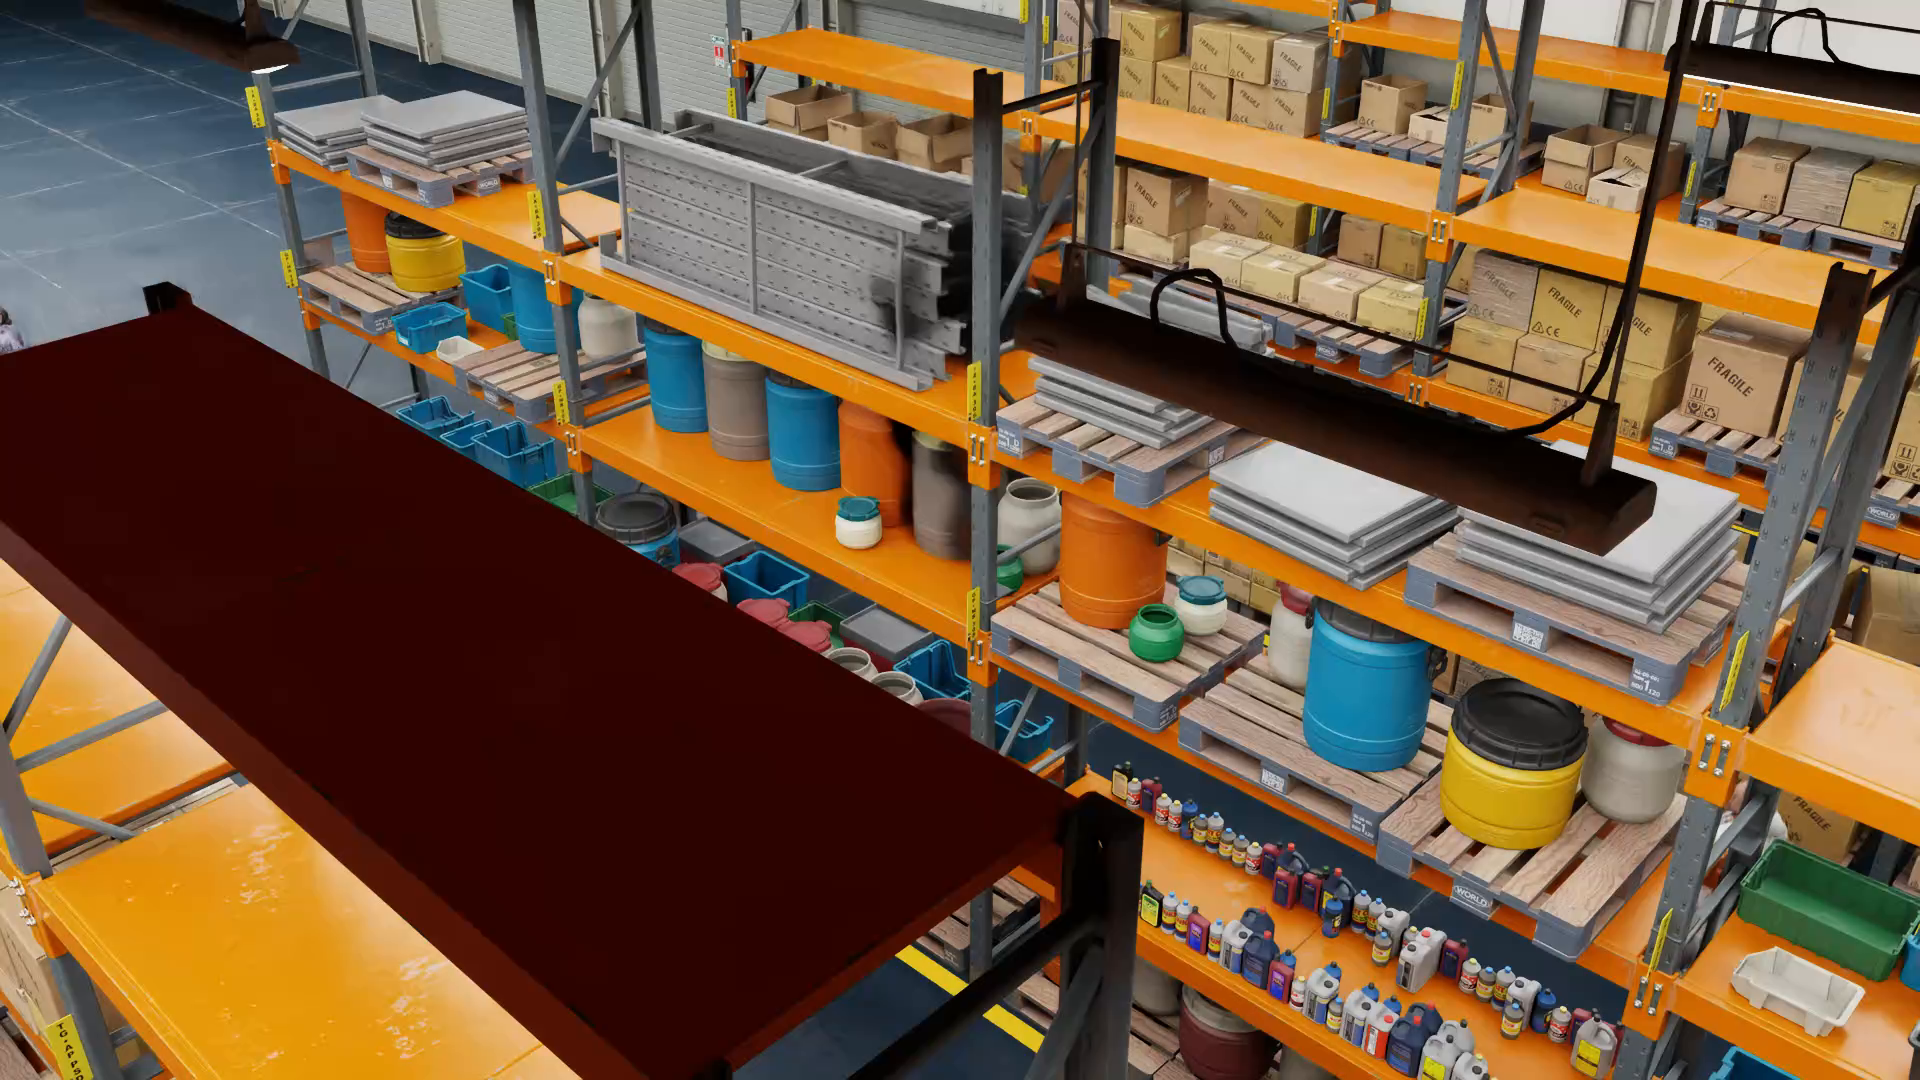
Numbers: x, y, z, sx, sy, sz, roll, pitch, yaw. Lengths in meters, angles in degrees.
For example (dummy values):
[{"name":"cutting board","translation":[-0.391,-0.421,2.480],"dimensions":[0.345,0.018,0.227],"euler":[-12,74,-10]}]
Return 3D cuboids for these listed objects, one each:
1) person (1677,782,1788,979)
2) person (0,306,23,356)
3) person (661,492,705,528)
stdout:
[{"name":"person","translation":[4.765,2.241,10.477],"dimensions":[0.797,1.813,0.679],"euler":[15,33,25]},{"name":"person","translation":[-9.929,-1.711,17.662],"dimensions":[0.767,1.641,0.613],"euler":[-12,31,-20]},{"name":"person","translation":[-2.663,-0.610,15.609],"dimensions":[0.590,1.671,0.664],"euler":[18,34,29]}]
